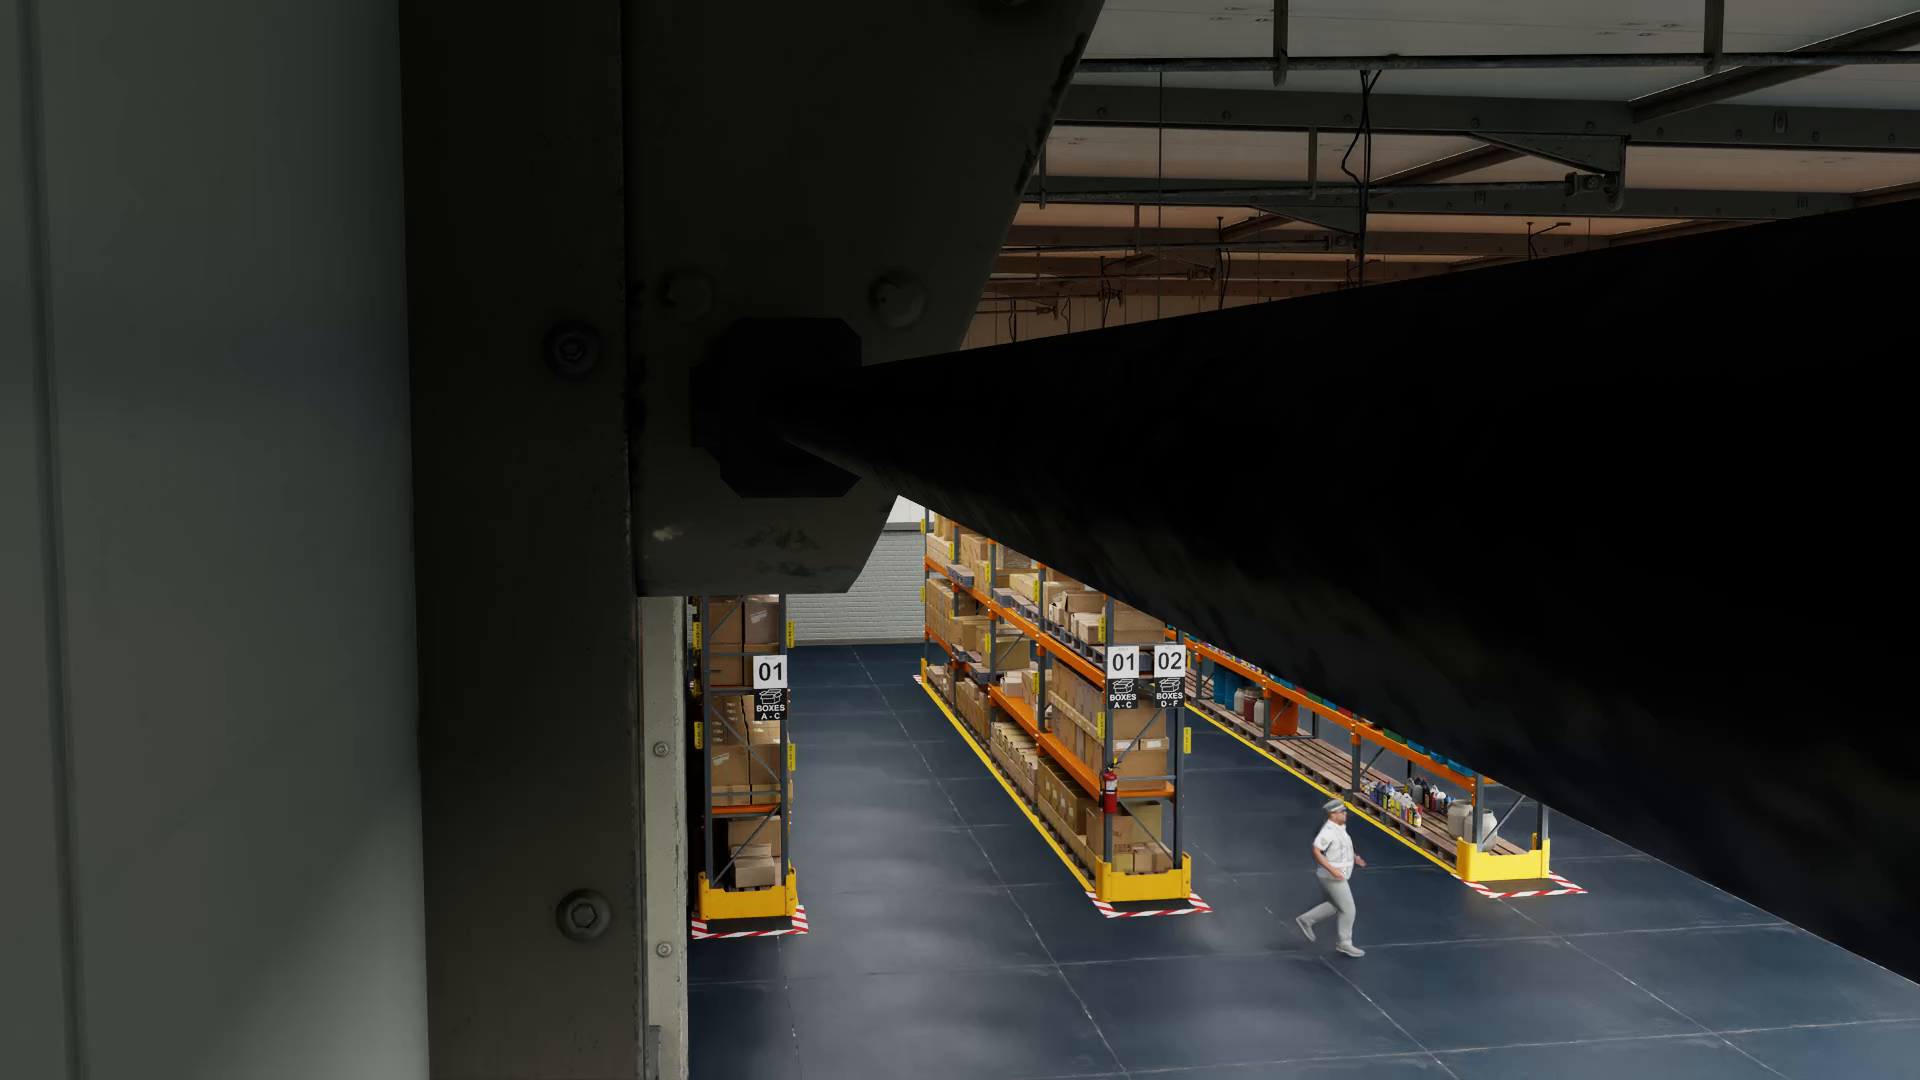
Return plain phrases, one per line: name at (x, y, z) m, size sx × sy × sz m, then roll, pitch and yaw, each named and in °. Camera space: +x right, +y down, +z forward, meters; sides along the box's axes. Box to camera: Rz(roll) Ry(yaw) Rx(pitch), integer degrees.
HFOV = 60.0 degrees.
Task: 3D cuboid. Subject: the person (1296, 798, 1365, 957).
person at (4.213, 3.794, 18.845) m, size 0.783 × 1.780 × 0.683 m, roll 2°, pitch 5°, yaw 21°
